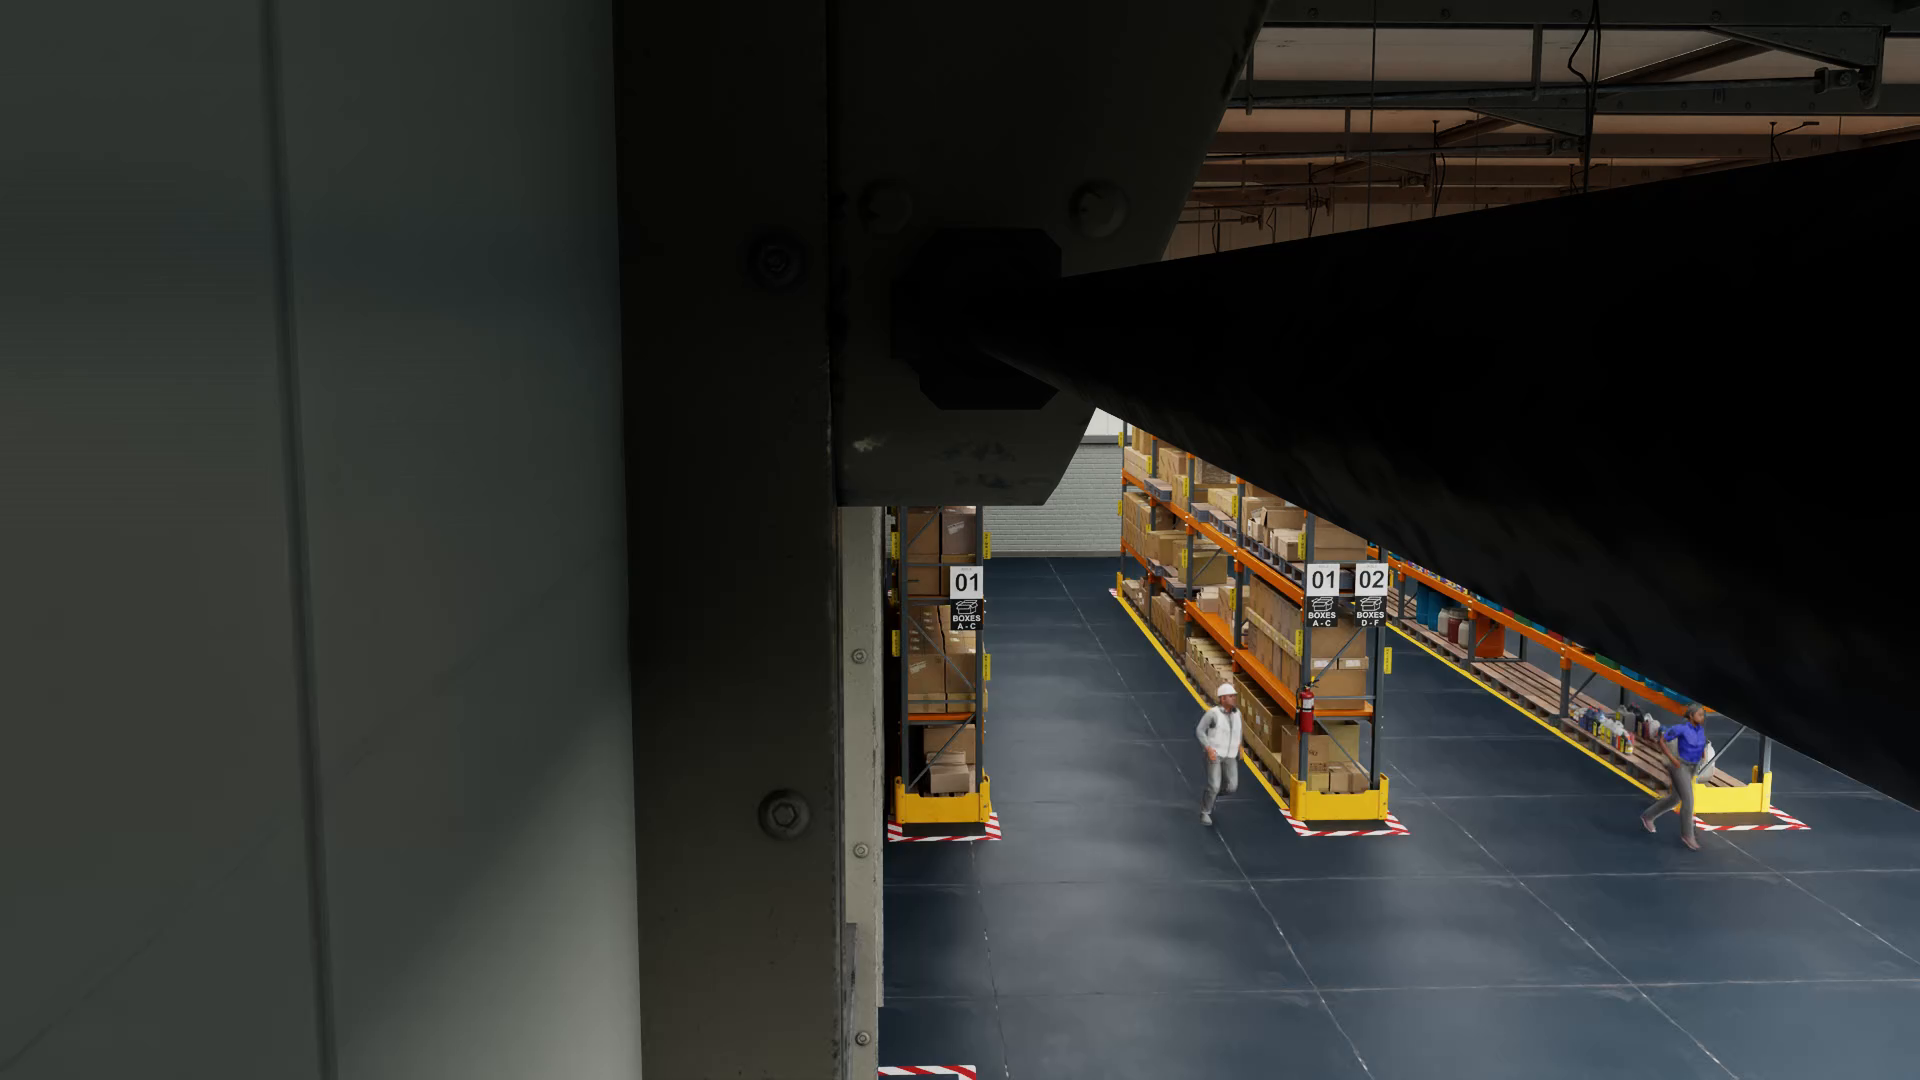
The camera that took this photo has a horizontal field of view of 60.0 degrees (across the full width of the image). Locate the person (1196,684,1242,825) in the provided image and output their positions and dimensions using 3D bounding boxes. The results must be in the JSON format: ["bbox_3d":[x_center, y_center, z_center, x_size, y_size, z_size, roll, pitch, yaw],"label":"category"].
[{"bbox_3d":[3.234,2.624,20.515,0.703,1.717,0.535,-3,9,-23],"label":"person"}]

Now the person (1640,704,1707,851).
[{"bbox_3d":[8.621,2.760,19.819,0.621,1.648,0.865,-6,10,-35],"label":"person"}]
